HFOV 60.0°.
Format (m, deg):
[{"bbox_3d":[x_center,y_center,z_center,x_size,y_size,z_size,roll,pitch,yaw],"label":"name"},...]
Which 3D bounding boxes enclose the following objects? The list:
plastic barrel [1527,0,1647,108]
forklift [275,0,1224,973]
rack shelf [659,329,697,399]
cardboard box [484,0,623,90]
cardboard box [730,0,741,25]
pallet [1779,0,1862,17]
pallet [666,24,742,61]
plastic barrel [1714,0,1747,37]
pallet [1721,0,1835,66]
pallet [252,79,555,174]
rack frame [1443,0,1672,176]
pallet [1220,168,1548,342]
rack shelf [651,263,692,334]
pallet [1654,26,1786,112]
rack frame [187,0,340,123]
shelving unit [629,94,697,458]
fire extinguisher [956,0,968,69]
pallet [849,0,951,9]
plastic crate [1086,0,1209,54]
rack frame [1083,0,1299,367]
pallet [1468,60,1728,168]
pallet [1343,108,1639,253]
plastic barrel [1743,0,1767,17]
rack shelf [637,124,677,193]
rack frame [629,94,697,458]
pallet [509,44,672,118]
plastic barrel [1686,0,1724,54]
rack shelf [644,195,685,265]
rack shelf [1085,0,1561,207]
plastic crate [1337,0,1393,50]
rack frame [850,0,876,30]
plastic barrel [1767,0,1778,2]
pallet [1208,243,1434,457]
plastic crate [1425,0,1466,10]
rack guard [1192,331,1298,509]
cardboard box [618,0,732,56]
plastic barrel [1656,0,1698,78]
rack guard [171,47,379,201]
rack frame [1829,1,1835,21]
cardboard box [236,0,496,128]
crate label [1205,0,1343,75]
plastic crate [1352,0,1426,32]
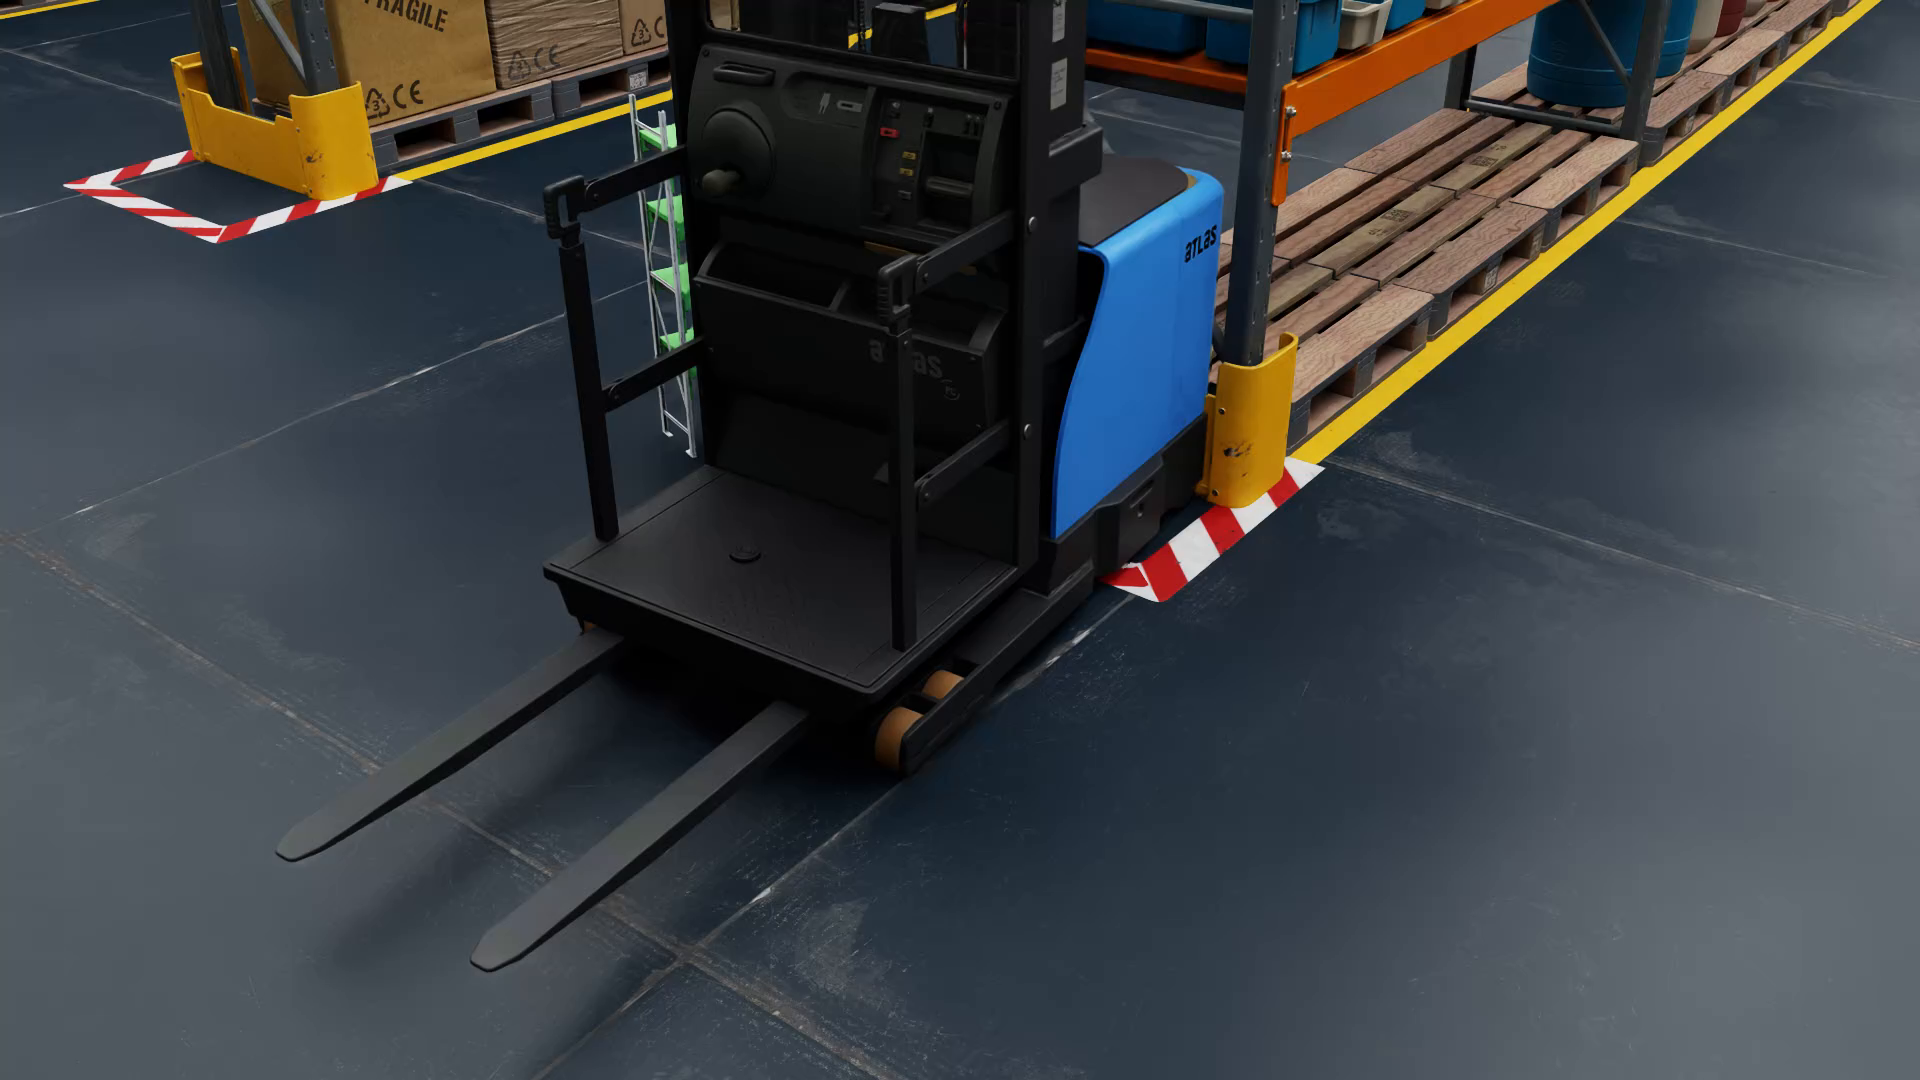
[{"bbox_3d":[3.309,-2.763,8.616,0.600,0.901,0.708,21,37,31],"label":"plastic barrel"},{"bbox_3d":[-0.409,-0.941,3.962,1.130,2.935,3.031,18,35,28],"label":"forklift"},{"bbox_3d":[-0.779,-0.659,5.781,0.480,0.148,0.258,-19,36,-29],"label":"rack shelf"},{"bbox_3d":[-2.525,-3.088,9.191,0.875,0.875,0.875,21,37,31],"label":"cardboard box"},{"bbox_3d":[-1.444,-3.816,10.419,0.875,0.875,0.875,21,37,31],"label":"cardboard box"},{"bbox_3d":[5.880,-3.998,11.789,1.003,0.211,1.213,21,37,31],"label":"pallet"},{"bbox_3d":[-1.503,-3.308,10.626,1.003,0.211,1.213,21,37,31],"label":"pallet"},{"bbox_3d":[4.418,-3.375,9.956,0.600,0.588,0.708,21,37,31],"label":"plastic barrel"},{"bbox_3d":[4.939,-3.362,10.715,1.003,0.211,1.213,21,37,31],"label":"pallet"},{"bbox_3d":[-2.976,-2.317,8.952,1.003,0.211,1.213,21,37,31],"label":"pallet"},{"bbox_3d":[2.967,-3.269,7.823,1.000,3.000,0.127,21,37,31],"label":"rack frame"},{"bbox_3d":[1.818,-1.260,7.170,1.003,0.211,1.213,21,37,31],"label":"pallet"},{"bbox_3d":[-0.779,-0.865,5.658,0.480,0.148,0.258,-19,36,-29],"label":"rack shelf"},{"bbox_3d":[4.202,-2.868,9.882,1.003,0.211,1.213,21,37,31],"label":"pallet"},{"bbox_3d":[-3.396,-3.167,7.652,1.000,3.000,0.127,21,37,31],"label":"rack frame"},{"bbox_3d":[-0.779,-0.920,5.626,0.503,1.200,0.258,-19,36,-29],"label":"shelving unit"},{"bbox_3d":[0.099,-1.528,5.327,0.296,0.674,0.183,21,37,31],"label":"fire extinguisher"},{"bbox_3d":[-0.576,-3.930,11.675,1.003,0.211,1.213,21,37,31],"label":"pallet"},{"bbox_3d":[0.606,-1.878,5.382,0.616,0.435,0.499,21,37,31],"label":"plastic crate"},{"bbox_3d":[0.552,-1.643,5.080,1.000,3.000,0.127,21,37,31],"label":"rack frame"},{"bbox_3d":[3.466,-2.370,9.042,1.003,0.211,1.213,21,37,31],"label":"pallet"},{"bbox_3d":[2.554,-1.758,8.010,1.003,0.211,1.213,21,37,31],"label":"pallet"},{"bbox_3d":[4.830,-3.544,10.316,0.421,0.512,0.421,0,31,0],"label":"plastic barrel"},{"bbox_3d":[-0.779,-1.278,5.414,0.480,0.148,0.258,-19,36,-29],"label":"rack shelf"},{"bbox_3d":[-0.981,-0.850,5.508,0.015,1.200,0.240,-19,36,-29],"label":"rack frame"},{"bbox_3d":[-2.239,-2.810,9.785,1.003,0.211,1.213,21,37,31],"label":"pallet"},{"bbox_3d":[4.148,-3.085,9.541,0.421,0.512,0.421,0,31,0],"label":"plastic barrel"},{"bbox_3d":[-0.779,-1.072,5.536,0.480,0.148,0.258,-19,36,-29],"label":"rack shelf"},{"bbox_3d":[1.760,-2.146,6.635,1.077,0.370,4.000,21,37,31],"label":"rack shelf"},{"bbox_3d":[1.223,-1.659,5.307,0.250,0.136,0.298,21,37,31],"label":"plastic crate"},{"bbox_3d":[-0.982,-4.793,10.396,1.000,3.000,0.127,21,37,31],"label":"rack frame"},{"bbox_3d":[5.100,-3.938,10.669,0.600,0.830,0.708,21,37,31],"label":"plastic barrel"},{"bbox_3d":[1.081,-0.767,6.336,1.003,0.211,1.213,21,37,31],"label":"pallet"},{"bbox_3d":[1.633,-1.935,5.773,0.250,0.136,0.298,21,37,31],"label":"plastic crate"},{"bbox_3d":[0.548,-0.554,5.694,1.175,0.500,0.348,21,37,31],"label":"rack guard"},{"bbox_3d":[-1.987,-3.450,9.802,0.875,0.875,0.875,21,37,31],"label":"cardboard box"},{"bbox_3d":[3.736,-3.050,9.101,0.600,0.901,0.708,21,37,31],"label":"plastic barrel"},{"bbox_3d":[-3.411,-2.082,8.273,1.175,0.500,0.348,21,37,31],"label":"rack guard"},{"bbox_3d":[5.381,-4.895,10.567,1.000,3.000,0.127,21,37,31],"label":"rack frame"},{"bbox_3d":[-3.074,-2.719,8.567,0.875,0.875,0.875,21,37,31],"label":"cardboard box"},{"bbox_3d":[0.964,-1.596,5.106,0.416,0.233,0.303,21,37,31],"label":"crate label"},{"bbox_3d":[1.361,-1.863,5.557,0.416,0.233,0.300,21,37,31],"label":"plastic crate"}]
